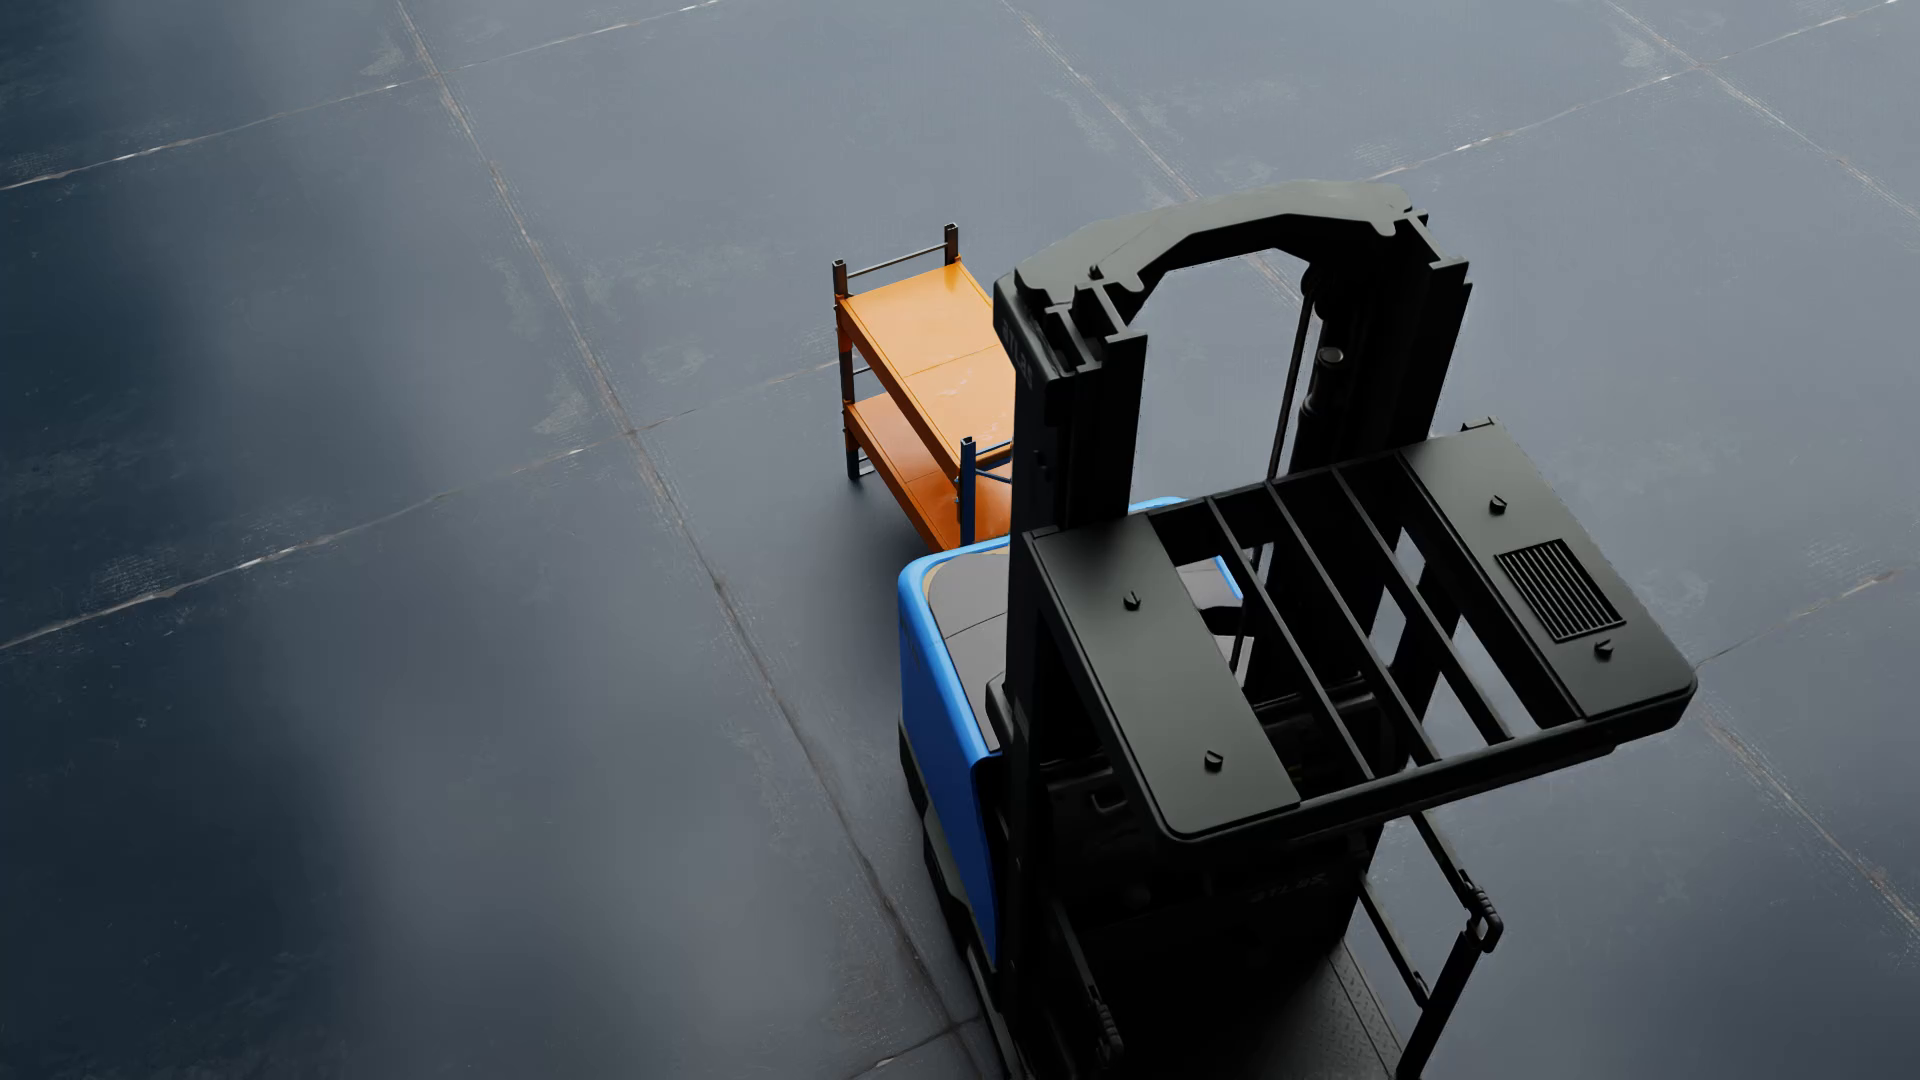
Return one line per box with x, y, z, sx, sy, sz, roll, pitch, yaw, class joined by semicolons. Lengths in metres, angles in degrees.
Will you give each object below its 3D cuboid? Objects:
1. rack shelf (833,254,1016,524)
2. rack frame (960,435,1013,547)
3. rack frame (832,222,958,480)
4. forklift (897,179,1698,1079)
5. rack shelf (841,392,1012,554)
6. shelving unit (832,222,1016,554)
-0.003;-0.568;6.003;0.538;0.278;1.000;-21;52;-18;rack shelf
0.230;-0.035;5.926;0.500;1.125;0.032;-21;52;-18;rack frame
-0.236;-0.715;6.521;0.500;1.125;0.032;-21;52;-18;rack frame
0.734;0.753;4.037;1.130;2.935;3.031;-14;50;-12;forklift
-0.003;-0.214;6.407;0.538;0.278;1.000;-21;52;-18;rack shelf
-0.003;-0.375;6.223;0.538;1.125;1.048;-21;52;-18;shelving unit
